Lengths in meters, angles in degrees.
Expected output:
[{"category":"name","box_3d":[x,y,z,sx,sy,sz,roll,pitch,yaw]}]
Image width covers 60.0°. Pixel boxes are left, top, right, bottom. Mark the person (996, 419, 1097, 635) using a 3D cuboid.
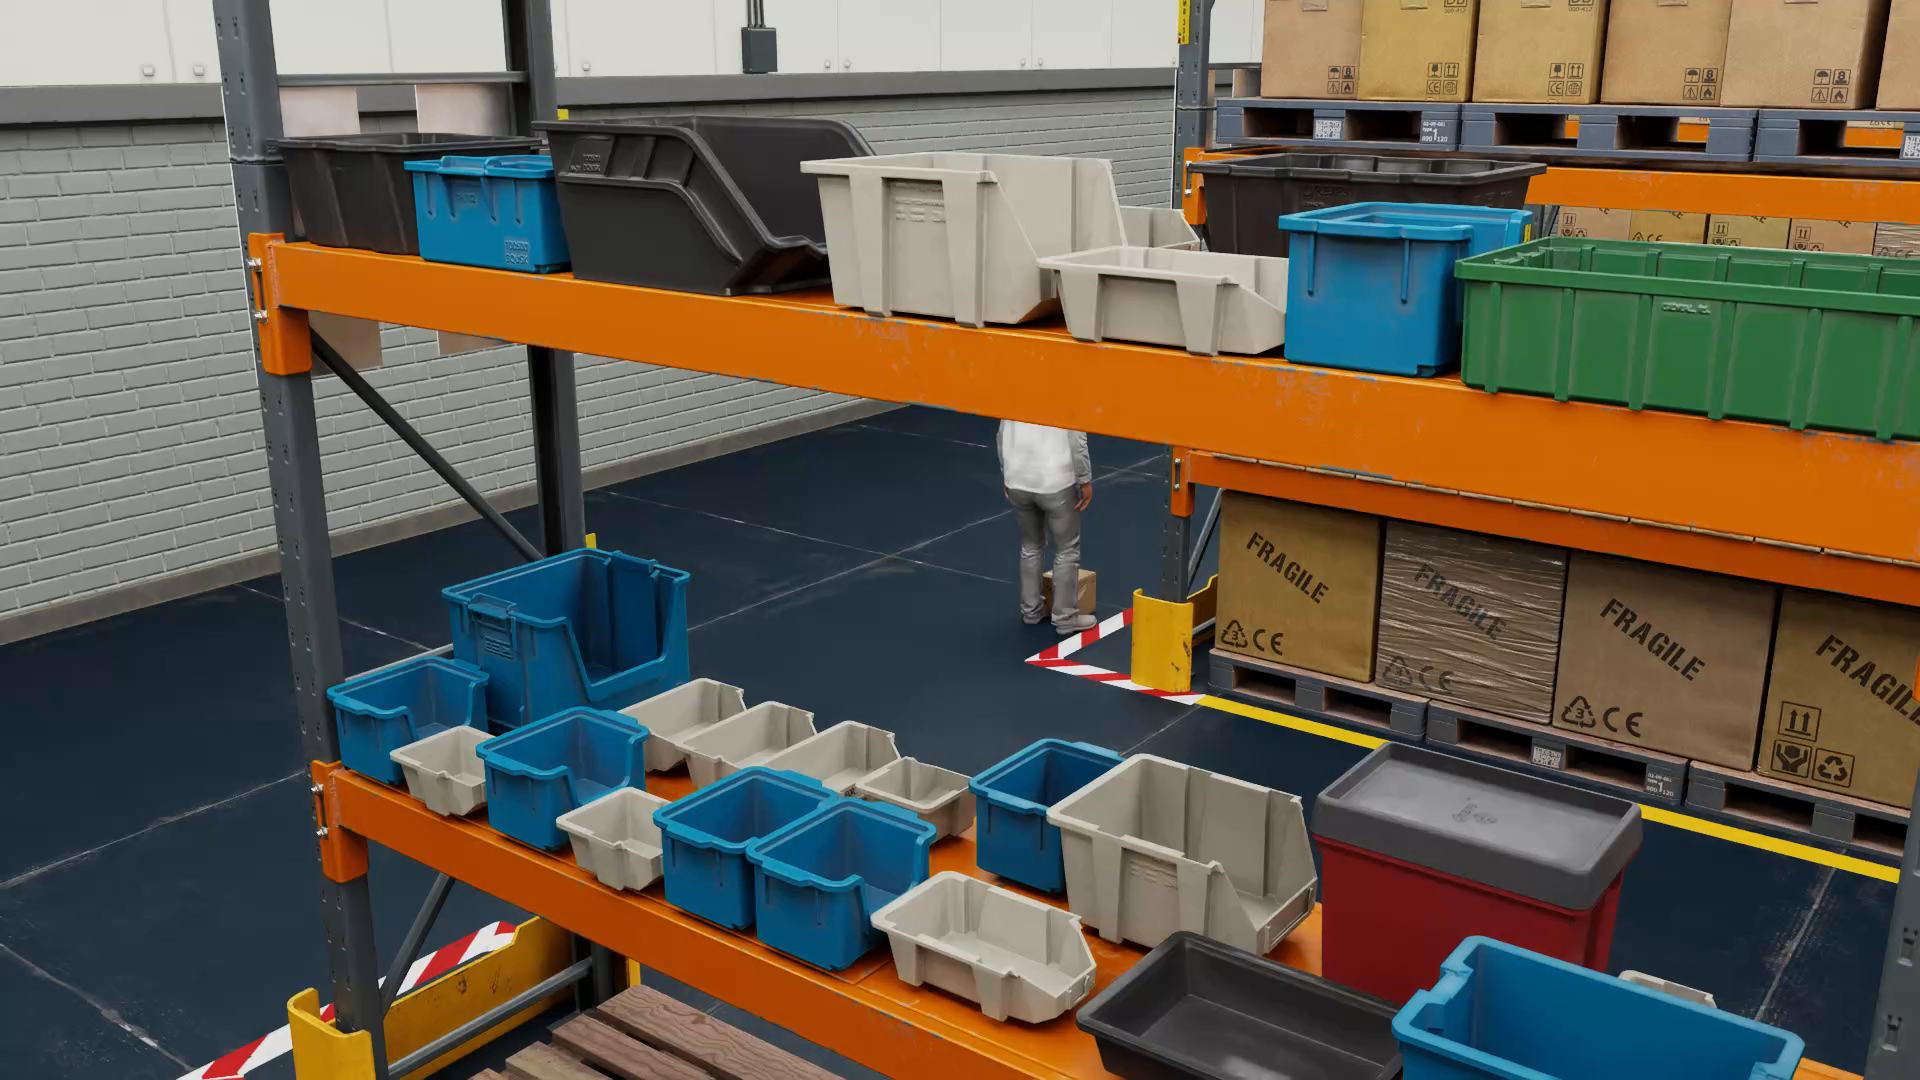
[{"category":"person","box_3d":[0.498,-0.348,9.669,0.594,1.772,0.471,11,19,32]}]
